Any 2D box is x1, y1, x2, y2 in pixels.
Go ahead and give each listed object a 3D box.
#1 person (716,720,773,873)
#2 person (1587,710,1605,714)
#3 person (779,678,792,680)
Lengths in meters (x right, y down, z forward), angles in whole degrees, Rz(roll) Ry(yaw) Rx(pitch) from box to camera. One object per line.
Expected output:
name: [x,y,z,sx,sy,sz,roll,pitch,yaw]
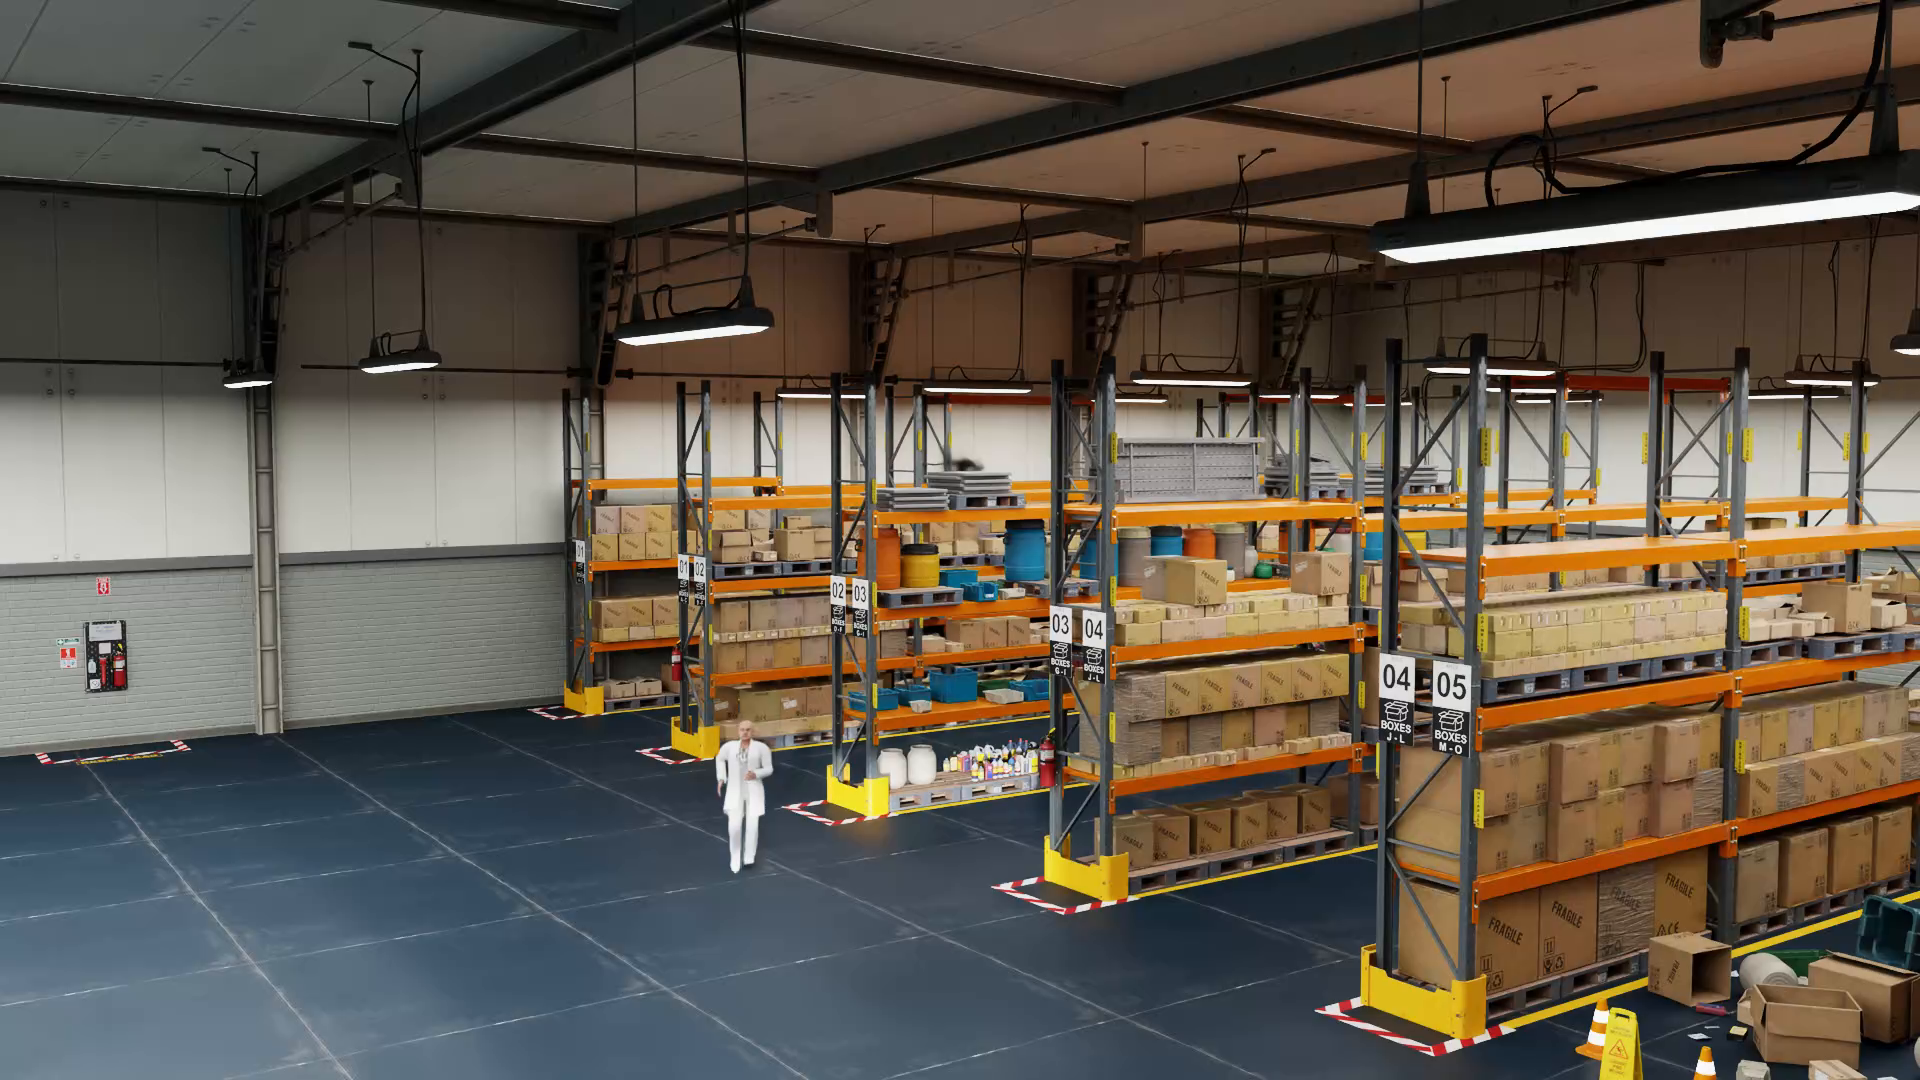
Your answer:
person: [-2.545,3.023,19.618,0.684,1.789,0.761,0,4,-5]
person: [8.098,2.939,21.170,0.763,1.838,0.625,-3,5,-38]
person: [-3.122,2.452,30.013,0.730,1.560,0.546,-3,5,-37]
